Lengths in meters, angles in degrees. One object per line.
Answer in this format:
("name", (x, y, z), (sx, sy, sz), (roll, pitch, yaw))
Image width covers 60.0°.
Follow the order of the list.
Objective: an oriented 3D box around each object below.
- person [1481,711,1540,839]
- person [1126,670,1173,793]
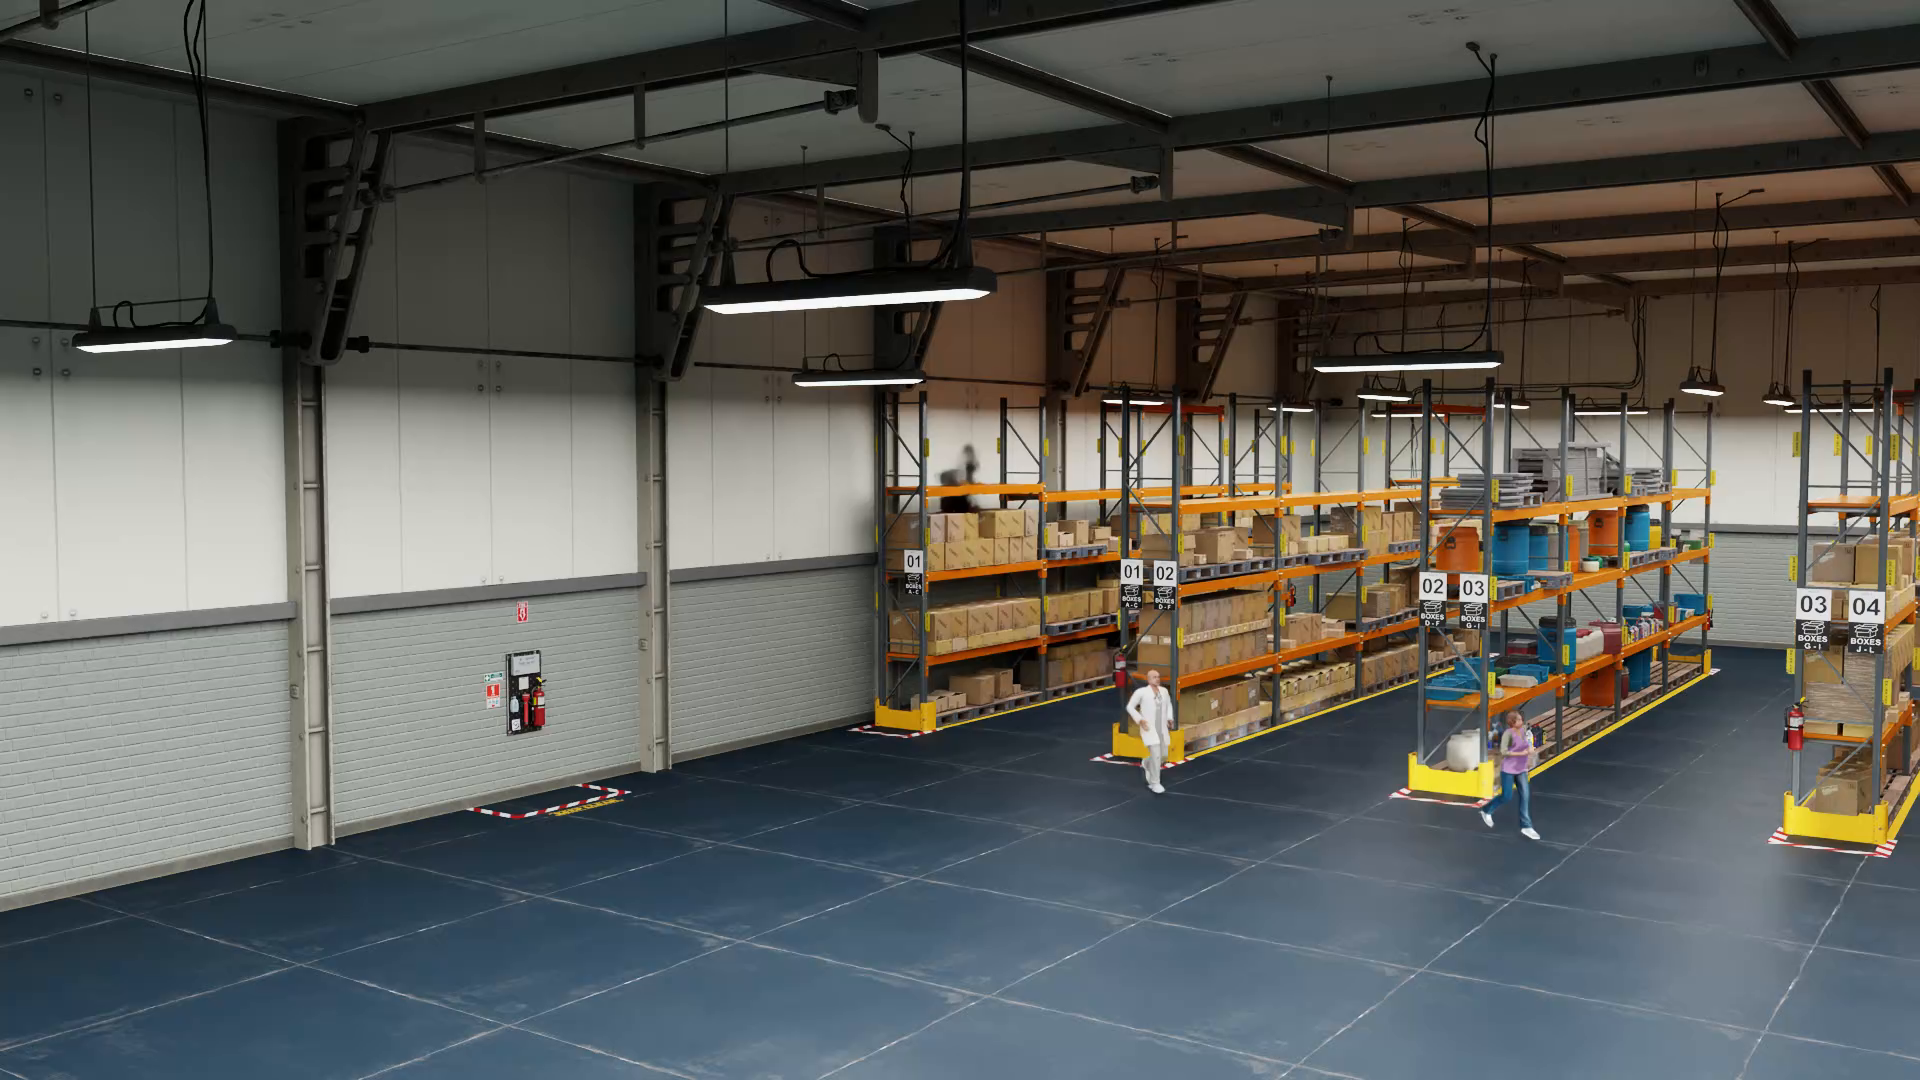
("person", (7.107, 3.003, 21.406), (0.565, 1.572, 0.833), (-2, 4, -34))
("person", (2.794, 2.775, 24.376), (0.735, 1.752, 0.736), (-2, 4, -25))
